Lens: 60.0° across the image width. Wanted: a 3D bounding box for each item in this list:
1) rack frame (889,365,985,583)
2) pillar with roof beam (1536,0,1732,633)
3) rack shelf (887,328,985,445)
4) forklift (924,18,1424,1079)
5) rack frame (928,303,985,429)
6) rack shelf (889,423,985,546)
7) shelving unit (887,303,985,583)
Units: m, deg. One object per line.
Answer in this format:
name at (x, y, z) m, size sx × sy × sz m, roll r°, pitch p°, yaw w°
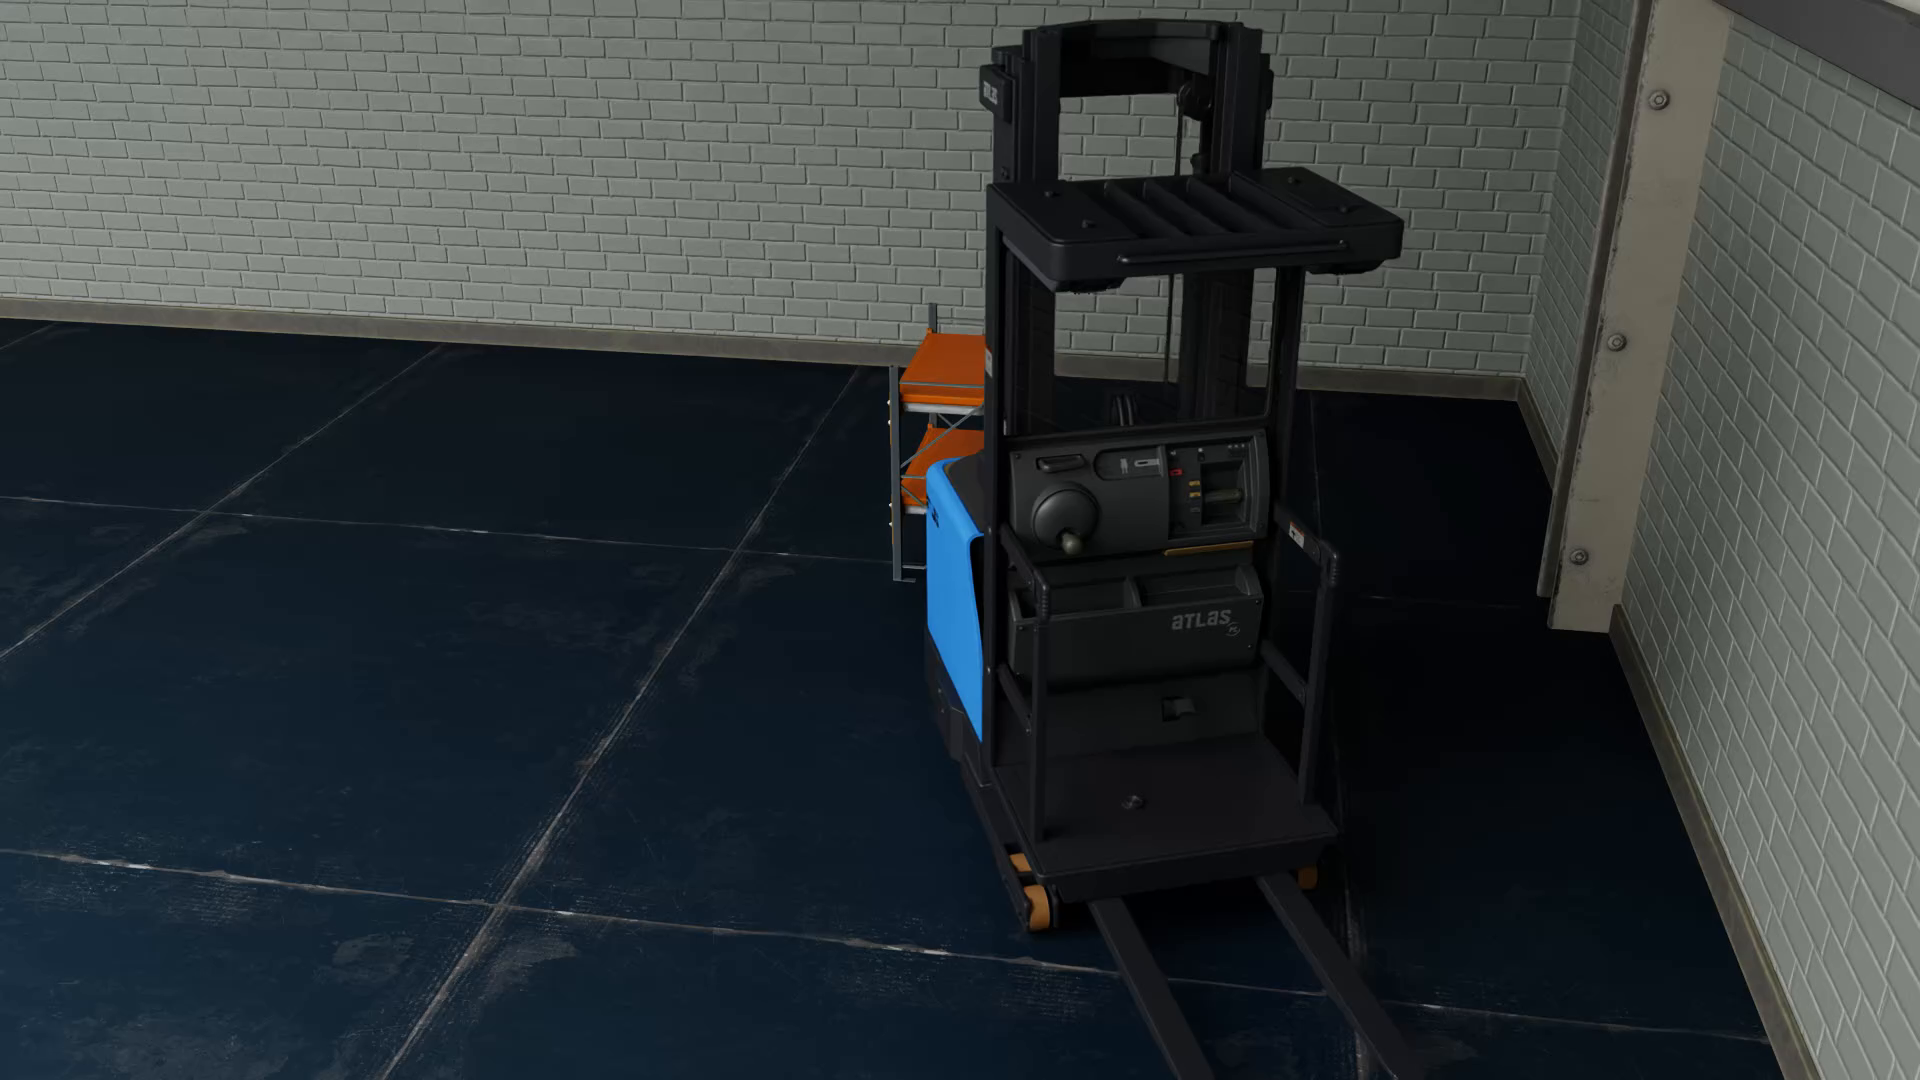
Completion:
rack frame at (-0.084, -0.294, 8.051) m, size 0.500 × 1.125 × 0.032 m, roll 4°, pitch 25°, yaw 9°
pillar with roof beam at (-1.281, -4.029, 6.742) m, size 9.100 × 9.000 × 0.400 m, roll 4°, pitch 25°, yaw 9°
rack shelf at (-0.001, -0.772, 8.381) m, size 0.538 × 0.278 × 1.000 m, roll 4°, pitch 25°, yaw 9°
forklift at (0.681, -0.134, 5.578) m, size 1.130 × 2.935 × 3.031 m, roll -6°, pitch 26°, yaw -12°
rack frame at (0.082, -0.719, 8.960) m, size 0.500 × 1.125 × 0.032 m, roll 4°, pitch 25°, yaw 9°
rack shelf at (-0.001, -0.285, 8.609) m, size 0.538 × 0.278 × 1.000 m, roll 4°, pitch 25°, yaw 9°
shelving unit at (-0.001, -0.507, 8.506) m, size 0.538 × 1.125 × 1.048 m, roll 4°, pitch 25°, yaw 9°
